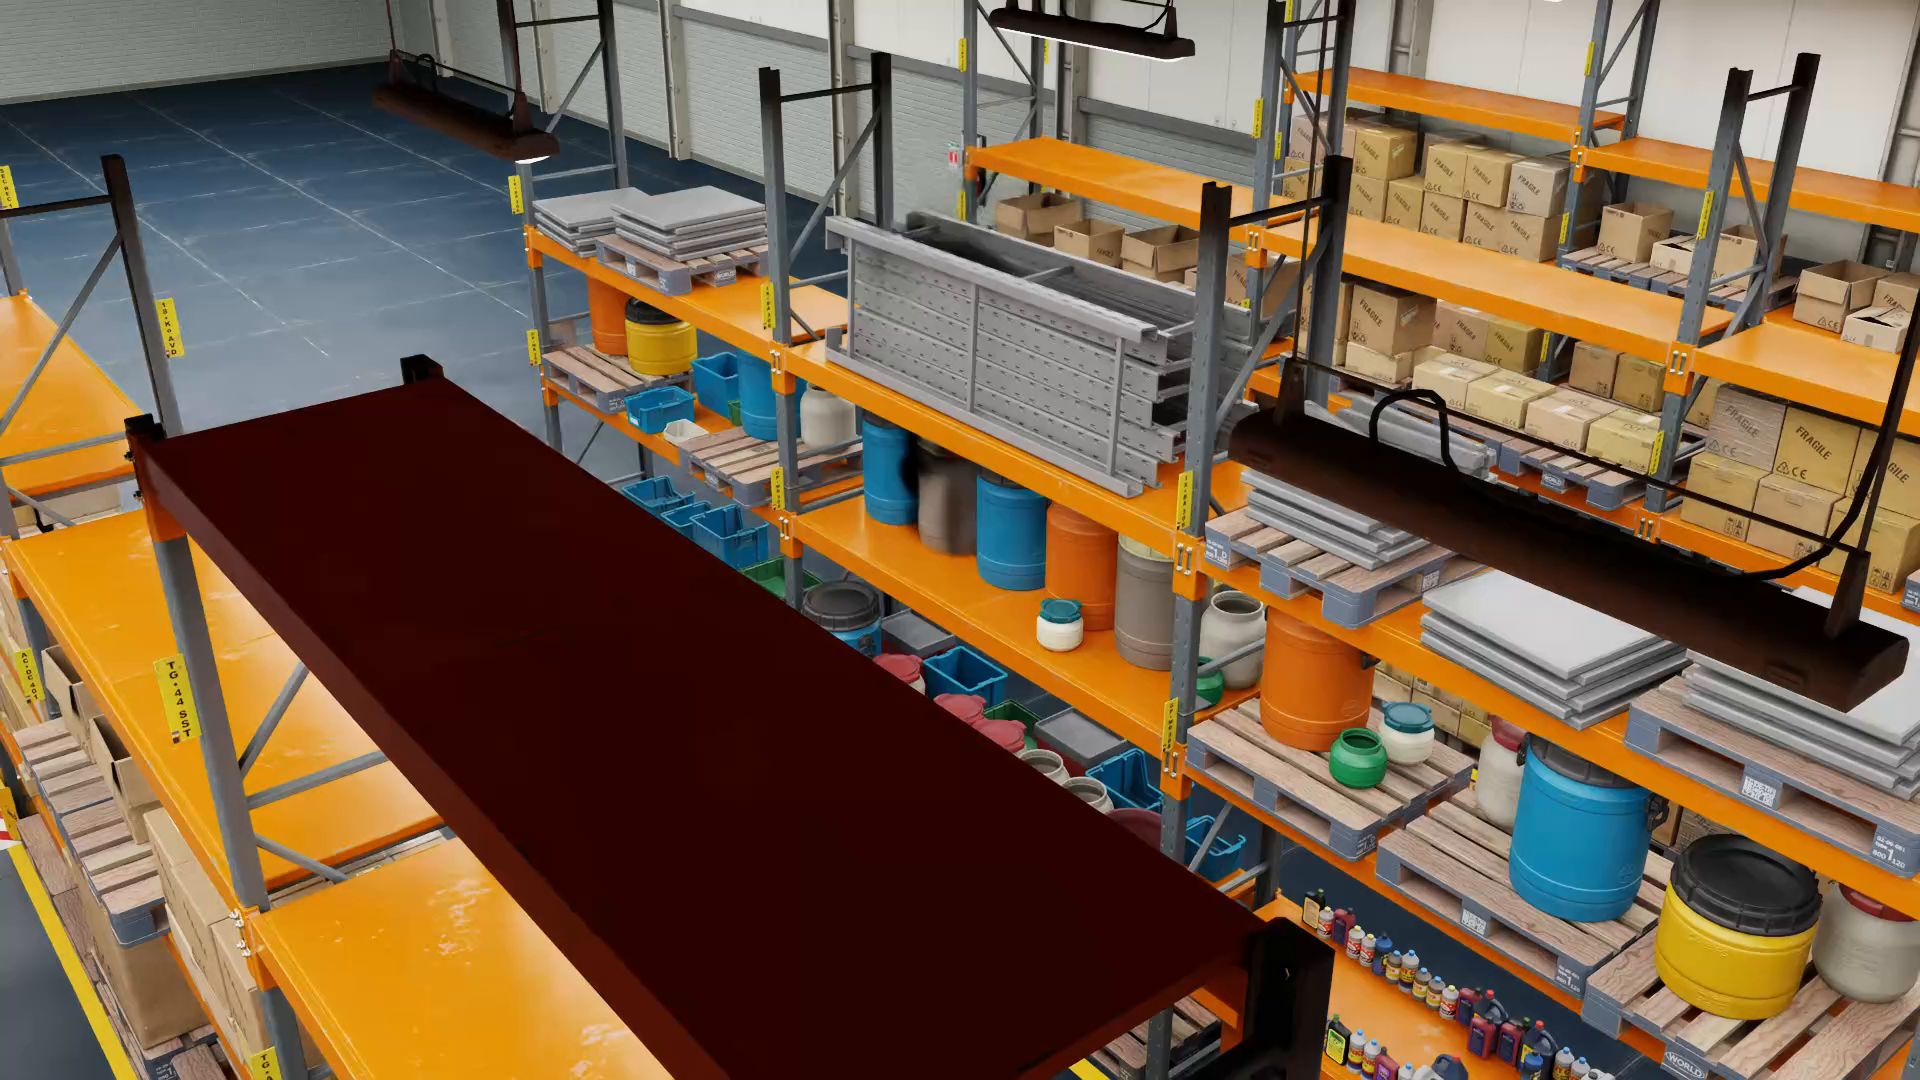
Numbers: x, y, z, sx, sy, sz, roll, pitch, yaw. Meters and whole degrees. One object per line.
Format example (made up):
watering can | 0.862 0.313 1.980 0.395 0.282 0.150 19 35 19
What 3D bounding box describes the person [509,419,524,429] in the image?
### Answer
person | -4.685 -0.478 17.359 0.546 1.669 0.652 -1 26 -2
